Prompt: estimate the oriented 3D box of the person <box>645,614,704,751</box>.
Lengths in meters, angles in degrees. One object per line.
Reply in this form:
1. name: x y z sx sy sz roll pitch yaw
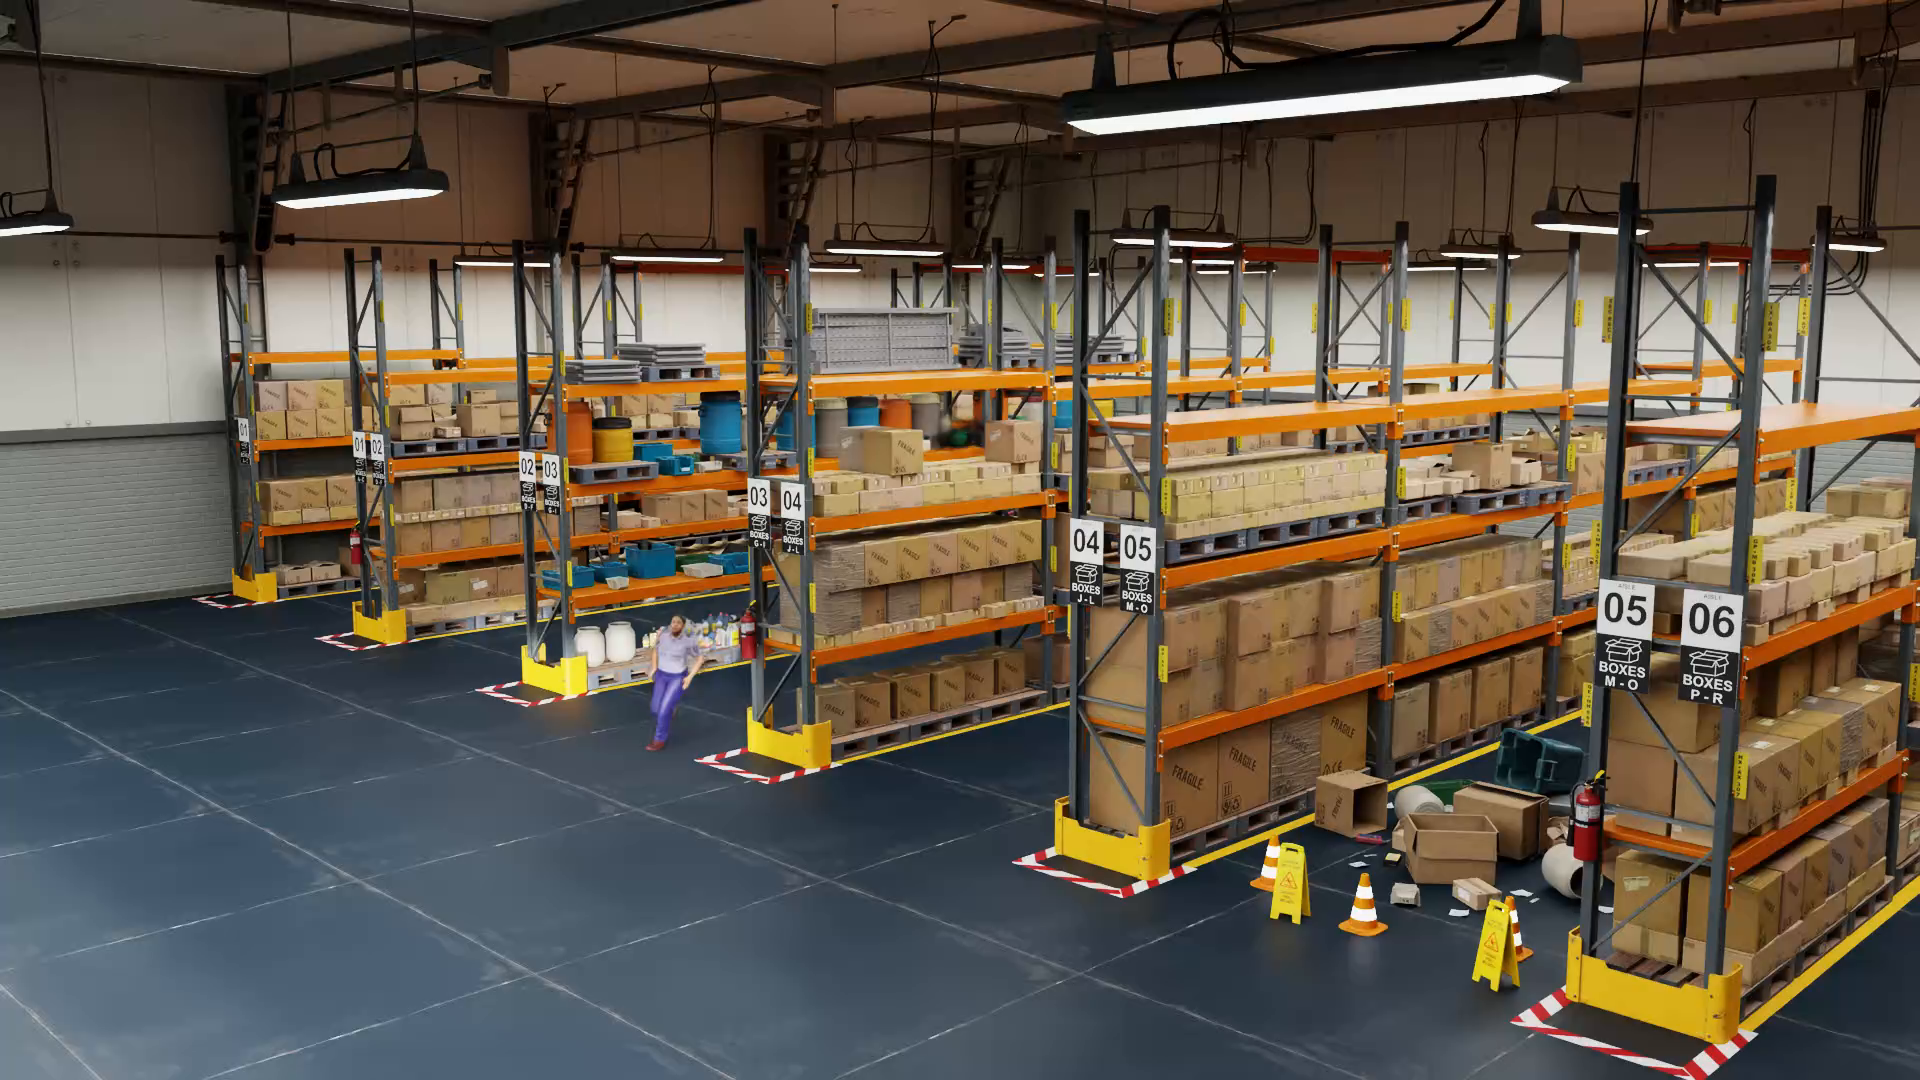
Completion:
1. person: -3.337 1.641 19.470 0.653 1.583 0.665 3 8 17
